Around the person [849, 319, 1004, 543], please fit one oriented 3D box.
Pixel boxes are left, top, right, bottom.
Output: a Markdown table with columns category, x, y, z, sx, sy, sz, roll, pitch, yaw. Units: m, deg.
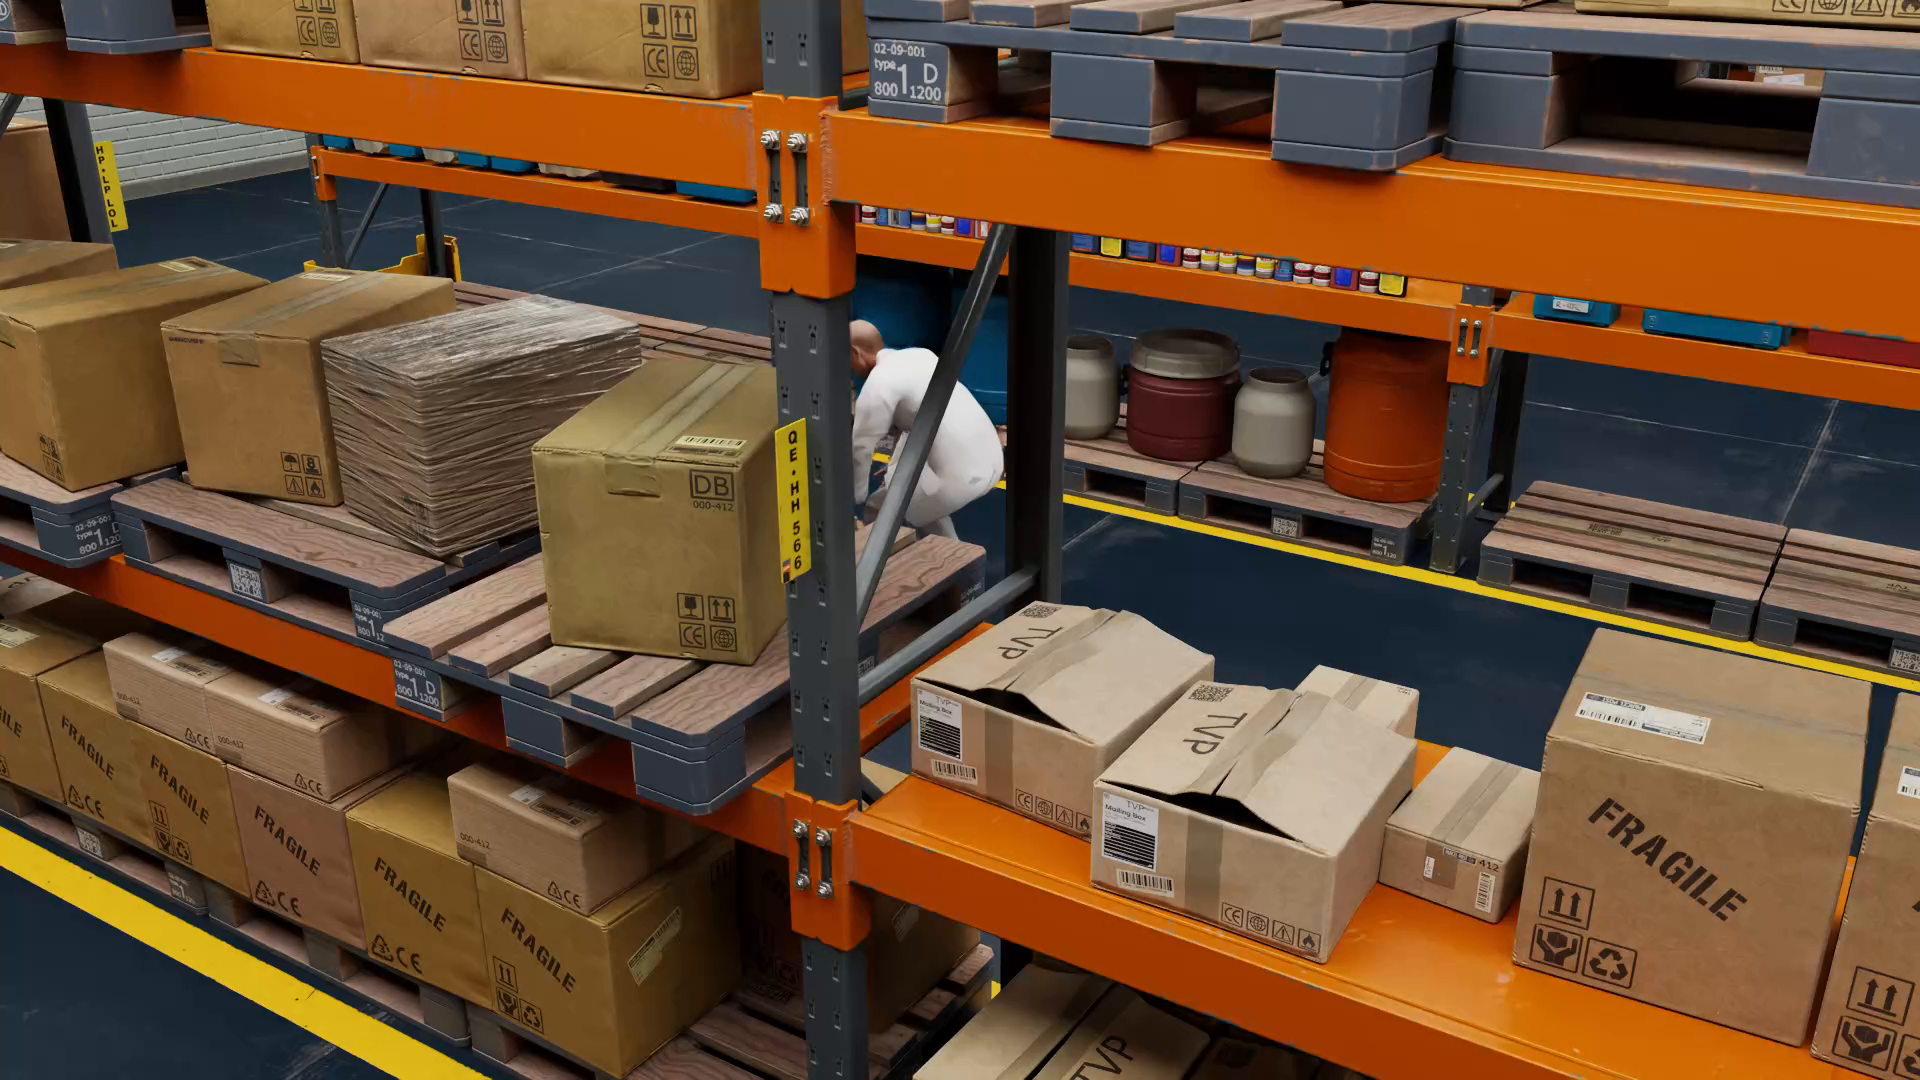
| category | x | y | z | sx | sy | sz | roll | pitch | yaw |
| --- | --- | --- | --- | --- | --- | --- | --- | --- | --- |
| person | -0.192 | -0.322 | 7.498 | 0.780 | 1.301 | 0.631 | 14 | 26 | 29 |
